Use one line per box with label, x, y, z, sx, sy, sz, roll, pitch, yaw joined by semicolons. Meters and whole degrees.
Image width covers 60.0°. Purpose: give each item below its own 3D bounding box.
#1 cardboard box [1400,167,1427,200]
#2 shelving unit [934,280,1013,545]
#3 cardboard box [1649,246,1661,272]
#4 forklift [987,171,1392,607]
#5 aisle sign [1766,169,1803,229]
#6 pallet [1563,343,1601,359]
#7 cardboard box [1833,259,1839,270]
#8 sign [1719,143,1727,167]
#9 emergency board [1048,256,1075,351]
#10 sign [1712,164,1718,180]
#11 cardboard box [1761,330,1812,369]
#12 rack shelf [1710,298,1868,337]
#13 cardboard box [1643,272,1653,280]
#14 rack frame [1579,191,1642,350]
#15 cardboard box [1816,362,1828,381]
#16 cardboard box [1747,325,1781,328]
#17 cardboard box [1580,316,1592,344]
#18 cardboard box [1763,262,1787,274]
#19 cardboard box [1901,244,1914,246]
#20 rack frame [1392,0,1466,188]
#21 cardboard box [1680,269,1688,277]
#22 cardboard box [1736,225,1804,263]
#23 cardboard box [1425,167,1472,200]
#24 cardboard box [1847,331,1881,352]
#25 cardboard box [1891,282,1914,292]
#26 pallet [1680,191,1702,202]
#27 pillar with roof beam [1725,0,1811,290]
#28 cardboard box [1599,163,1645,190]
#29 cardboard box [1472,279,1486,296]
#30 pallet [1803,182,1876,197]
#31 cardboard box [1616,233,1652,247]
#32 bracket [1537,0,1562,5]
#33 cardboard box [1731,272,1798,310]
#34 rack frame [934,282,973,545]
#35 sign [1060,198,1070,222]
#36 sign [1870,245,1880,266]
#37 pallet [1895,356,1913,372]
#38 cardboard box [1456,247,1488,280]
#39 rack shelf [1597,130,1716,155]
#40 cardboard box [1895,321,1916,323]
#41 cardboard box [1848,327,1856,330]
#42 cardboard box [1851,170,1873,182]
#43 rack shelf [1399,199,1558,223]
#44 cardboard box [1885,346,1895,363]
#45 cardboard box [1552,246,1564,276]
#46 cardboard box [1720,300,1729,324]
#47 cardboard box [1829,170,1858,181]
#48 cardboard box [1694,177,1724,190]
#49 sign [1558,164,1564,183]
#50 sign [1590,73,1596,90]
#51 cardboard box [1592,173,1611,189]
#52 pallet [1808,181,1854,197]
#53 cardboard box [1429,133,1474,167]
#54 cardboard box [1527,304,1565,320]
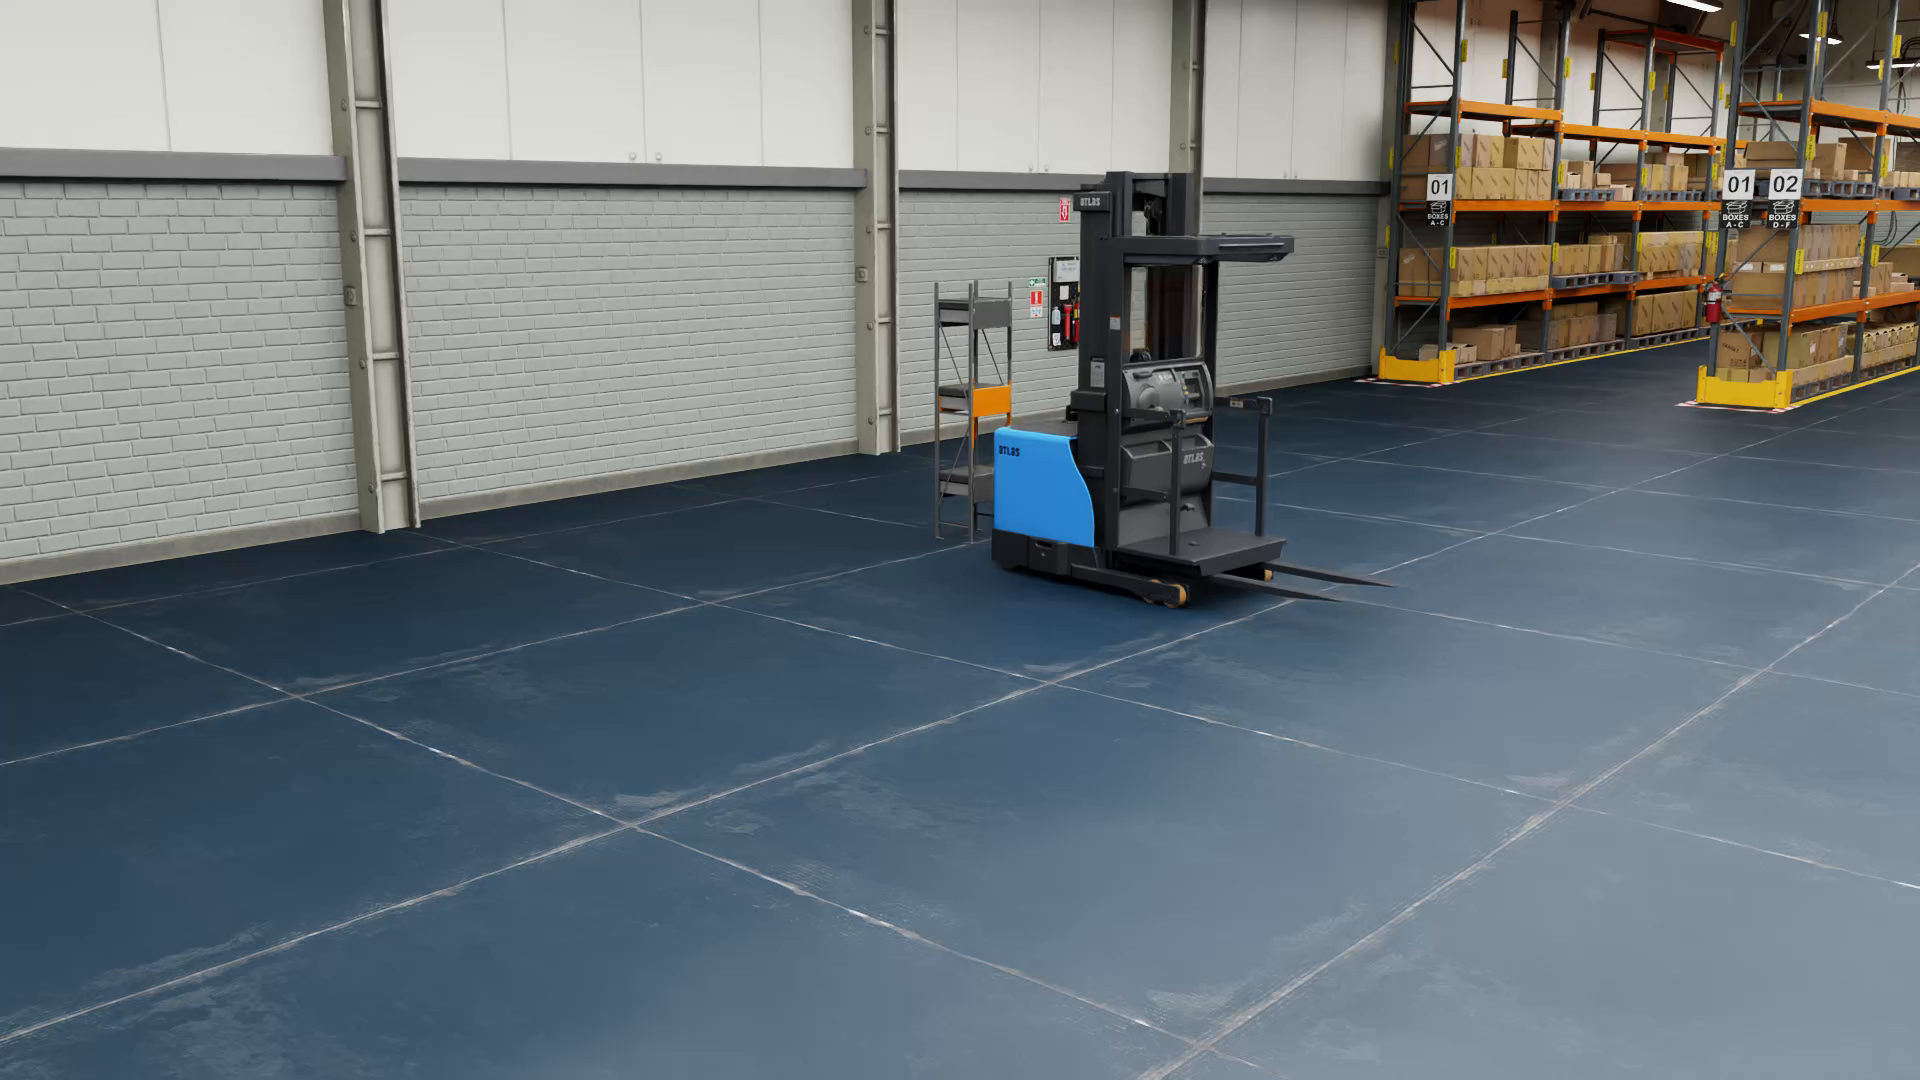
cardboard box;7.284;-5.632;26.285;0.500;0.500;0.500;-11;16;-43
shelving unit;0.109;-1.054;13.627;0.431;2.100;0.503;10;15;40
cardboard box;13.346;-5.504;32.543;0.500;0.500;0.500;10;15;42
forklift;1.594;-1.093;11.701;1.130;2.935;3.031;-11;16;-43
aisle sign;11.109;-4.594;22.414;0.394;0.787;0.004;10;15;40
pallet;11.158;-3.524;30.816;1.003;0.211;1.213;10;15;40
cardboard box;12.705;-4.069;24.515;0.380;0.149;0.250;10;15;42
sign;10.524;-5.306;22.904;0.100;0.325;0.005;10;15;40
emergency board;1.391;-2.981;20.979;0.194;1.169;0.643;10;15;40
sign;15.535;-7.583;34.239;0.100;0.325;0.005;10;15;40
cardboard box;11.772;-2.717;23.691;0.500;0.500;0.500;10;15;40
rack shelf;12.243;-3.309;24.459;1.077;0.370;4.000;10;15;40
cardboard box;13.283;-5.154;32.448;0.380;0.149;0.250;10;15;42
rack frame;12.480;-5.185;32.012;1.000;3.000;0.127;10;15;40
cardboard box;12.435;-2.496;24.498;0.500;0.250;0.500;10;15;40
cardboard box;12.033;-2.933;24.771;0.500;0.500;0.500;10;15;40
cardboard box;11.310;-3.925;30.961;0.700;0.500;0.500;10;15;40
cardboard box;11.343;-3.765;22.992;0.380;0.149;0.250;10;15;40
cardboard box;17.957;-5.238;30.952;0.500;0.500;0.700;-9;15;-39
rack frame;7.199;-6.950;25.532;1.000;3.000;0.127;10;15;40
cardboard box;14.626;-5.455;33.953;0.380;0.149;0.250;10;15;40
cardboard box;11.275;-4.128;23.153;0.700;0.500;0.500;10;15;41
cardboard box;7.608;-5.555;25.898;0.500;0.500;0.500;10;15;42
cardboard box;14.357;-3.191;26.543;0.500;0.311;0.500;10;15;40
cardboard box;15.817;-4.254;27.991;0.380;0.149;0.250;10;15;40
pallet;14.552;-7.009;33.976;0.805;0.209;1.217;9;14;38
pillar with roof beam;22.127;-9.256;37.080;9.100;9.000;0.548;10;15;40
cardboard box;12.751;-6.998;32.053;0.700;0.500;0.500;8;14;36
cardboard box;8.092;-4.053;26.678;0.500;0.250;0.500;9;15;39
pallet;13.020;-5.255;24.932;1.003;0.211;1.213;10;15;40
cardboard box;12.992;-5.795;32.086;0.500;0.250;0.500;10;15;42
bracket;9.253;-9.324;28.228;0.076;0.066;4.783;10;15;40
cardboard box;11.240;-3.484;23.241;0.700;0.500;0.500;10;15;40
rack frame;-0.052;-1.018;13.448;0.400;2.100;0.015;10;15;40
sign;1.311;-4.130;20.811;0.001;0.298;0.199;10;15;40
sign;13.981;-4.348;25.411;0.100;0.325;0.005;10;15;40
pallet;15.631;-3.061;28.500;1.003;0.211;1.213;10;15;40
cardboard box;8.074;-4.415;26.573;0.500;0.500;0.500;10;15;41
rack shelf;13.800;-7.872;33.007;1.077;0.370;4.000;10;15;40
cardboard box;16.719;-3.565;29.160;0.500;0.500;0.500;11;15;43
cardboard box;14.620;-3.410;27.640;0.500;0.311;0.500;10;15;40
cardboard box;13.977;-5.649;25.989;0.500;0.250;0.500;-10;15;-42
rack shelf;8.519;-5.420;27.369;1.077;0.370;4.000;10;15;40
cardboard box;15.030;-3.068;27.360;0.500;0.250;0.500;10;15;41
cardboard box;10.201;-4.932;29.366;0.700;0.500;0.500;10;15;41
cardboard box;16.366;-4.999;36.391;0.700;0.500;0.500;10;15;42
cardboard box;12.972;-5.366;24.472;0.380;0.149;0.250;10;15;40
cardboard box;15.775;-7.493;34.967;0.500;0.250;0.500;10;15;40
sign;10.252;-6.252;28.376;0.100;0.325;0.005;10;15;40
sign;12.061;-8.734;31.674;0.100;0.325;0.005;10;15;40
cardboard box;11.555;-6.538;30.811;0.637;0.503;0.797;-10;15;-40
pallet;12.214;-5.077;24.037;1.003;0.211;1.213;10;15;40
cardboard box;7.636;-6.053;25.842;0.500;0.500;0.500;8;14;36
cardboard box;10.601;-4.130;30.073;0.500;0.250;0.500;9;15;39
